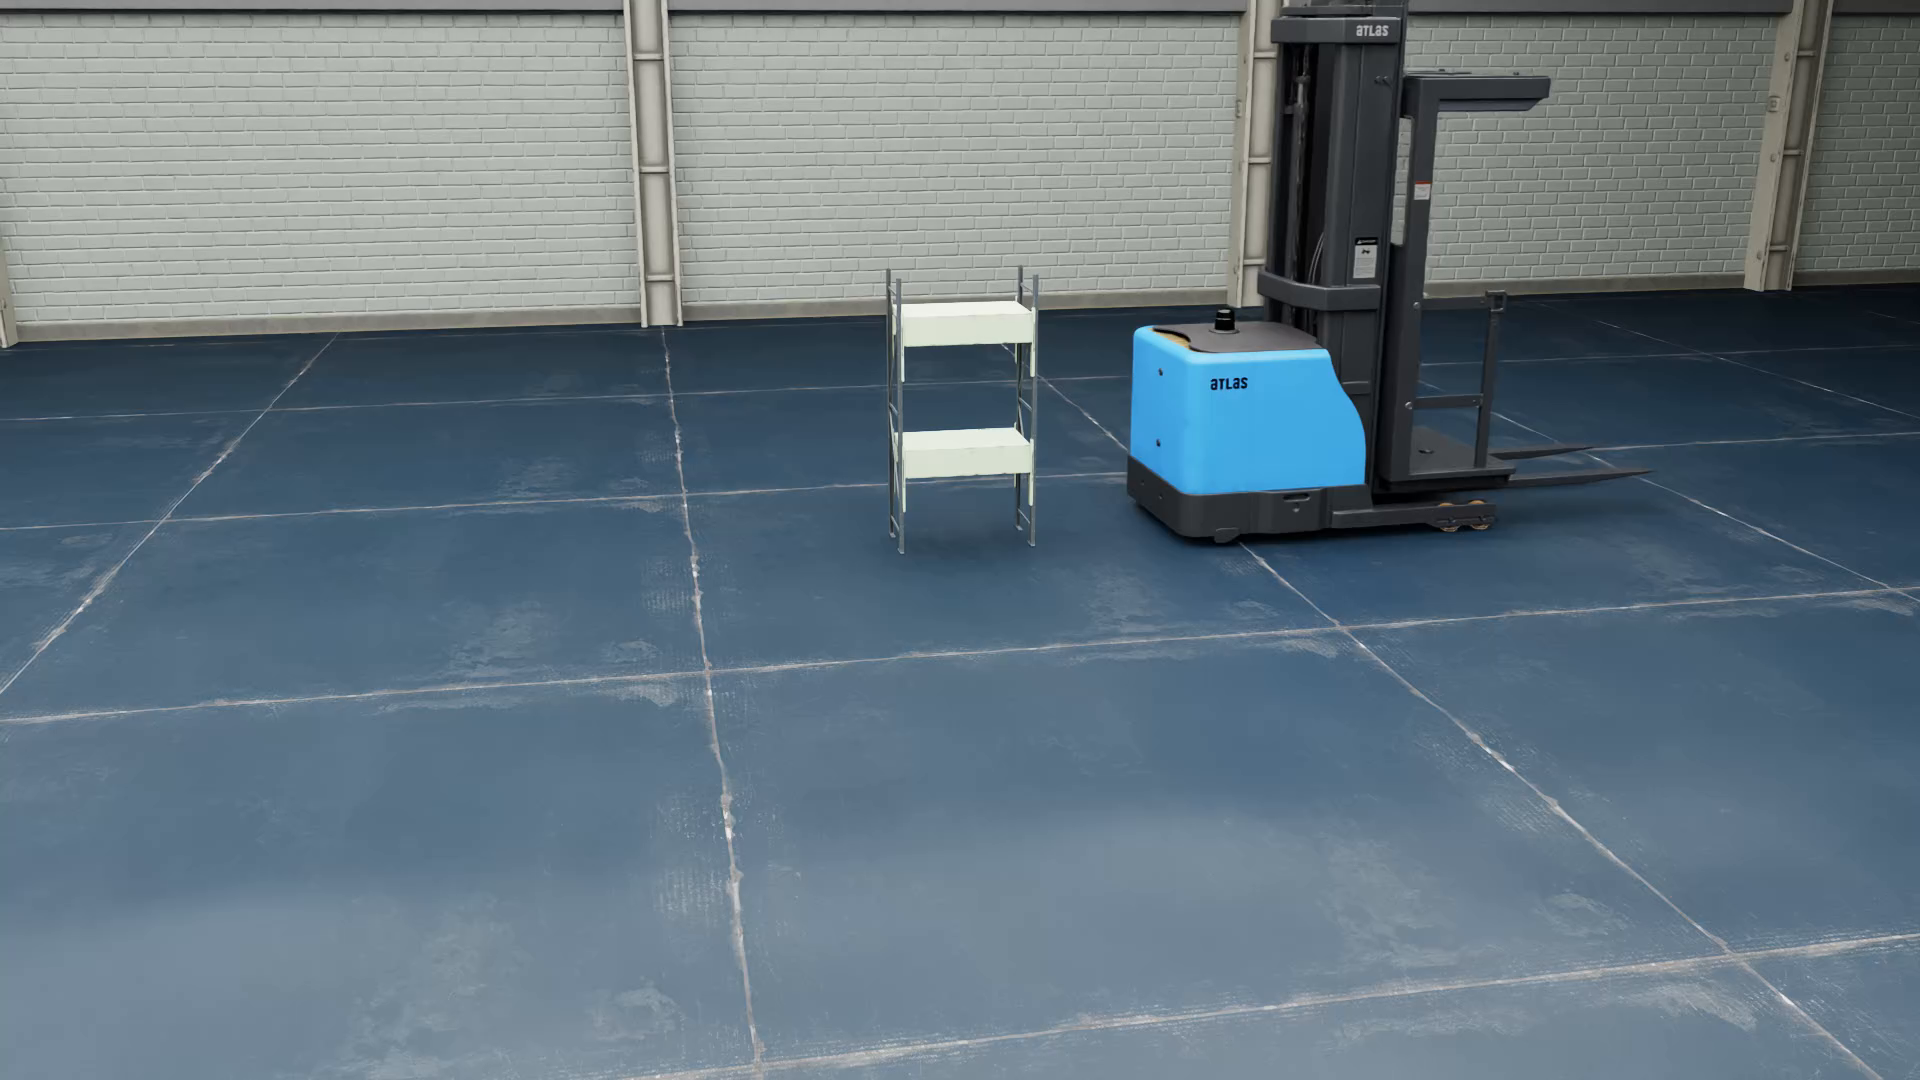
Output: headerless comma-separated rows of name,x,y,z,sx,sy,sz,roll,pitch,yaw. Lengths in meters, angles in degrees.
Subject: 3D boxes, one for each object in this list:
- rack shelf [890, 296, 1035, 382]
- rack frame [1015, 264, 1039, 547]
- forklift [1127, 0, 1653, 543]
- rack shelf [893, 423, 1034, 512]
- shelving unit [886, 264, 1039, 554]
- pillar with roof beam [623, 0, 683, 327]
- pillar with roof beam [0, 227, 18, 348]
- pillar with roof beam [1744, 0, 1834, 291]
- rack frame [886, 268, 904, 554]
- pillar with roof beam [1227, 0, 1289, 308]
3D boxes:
rack shelf,0.007,-1.090,8.978,0.720,0.370,0.431,-3,17,-10
rack frame,0.366,-0.738,9.159,0.023,1.500,0.400,-3,17,-10
forklift,2.574,-1.592,9.504,3.031,2.935,1.130,-4,18,-13
rack shelf,0.007,-0.406,9.189,0.720,0.370,0.431,-3,17,-10
shelving unit,0.007,-0.717,9.093,0.755,1.500,0.431,-3,17,-10
pillar with roof beam,-2.077,-5.161,10.788,0.400,9.000,9.100,-3,17,-10
pillar with roof beam,-7.968,-4.827,9.700,0.400,9.000,9.100,-3,17,-10
pillar with roof beam,9.705,-5.829,12.964,0.400,9.000,9.100,-3,17,-10
rack frame,-0.353,-0.697,9.026,0.023,1.500,0.400,-3,17,-10
pillar with roof beam,3.814,-5.495,11.876,0.400,9.000,9.100,-3,17,-10
